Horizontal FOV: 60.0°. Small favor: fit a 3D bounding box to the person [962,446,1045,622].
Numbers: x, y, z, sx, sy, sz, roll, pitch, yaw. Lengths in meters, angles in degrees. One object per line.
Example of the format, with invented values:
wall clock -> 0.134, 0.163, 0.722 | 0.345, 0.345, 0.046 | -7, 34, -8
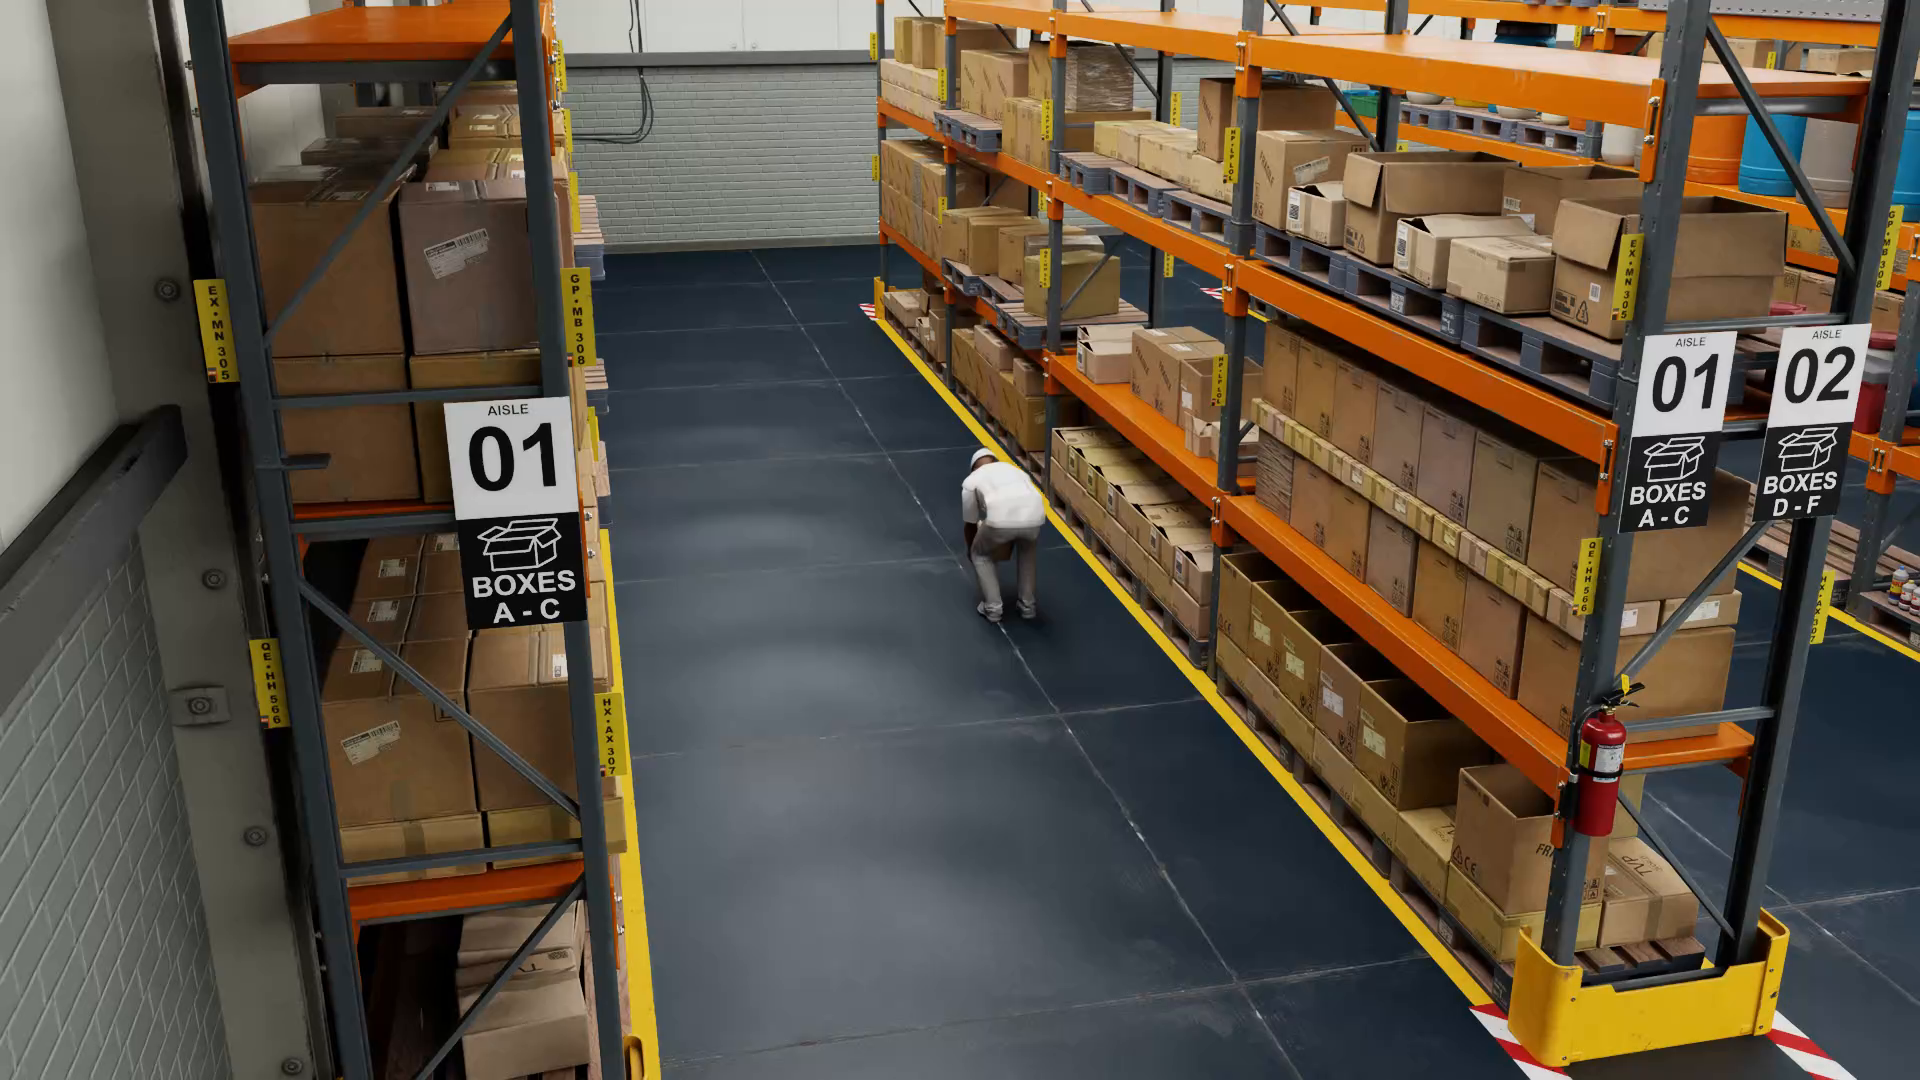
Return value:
person -> 0.289, -0.046, 12.129 | 0.515, 1.120, 0.963 | -5, 20, -15
